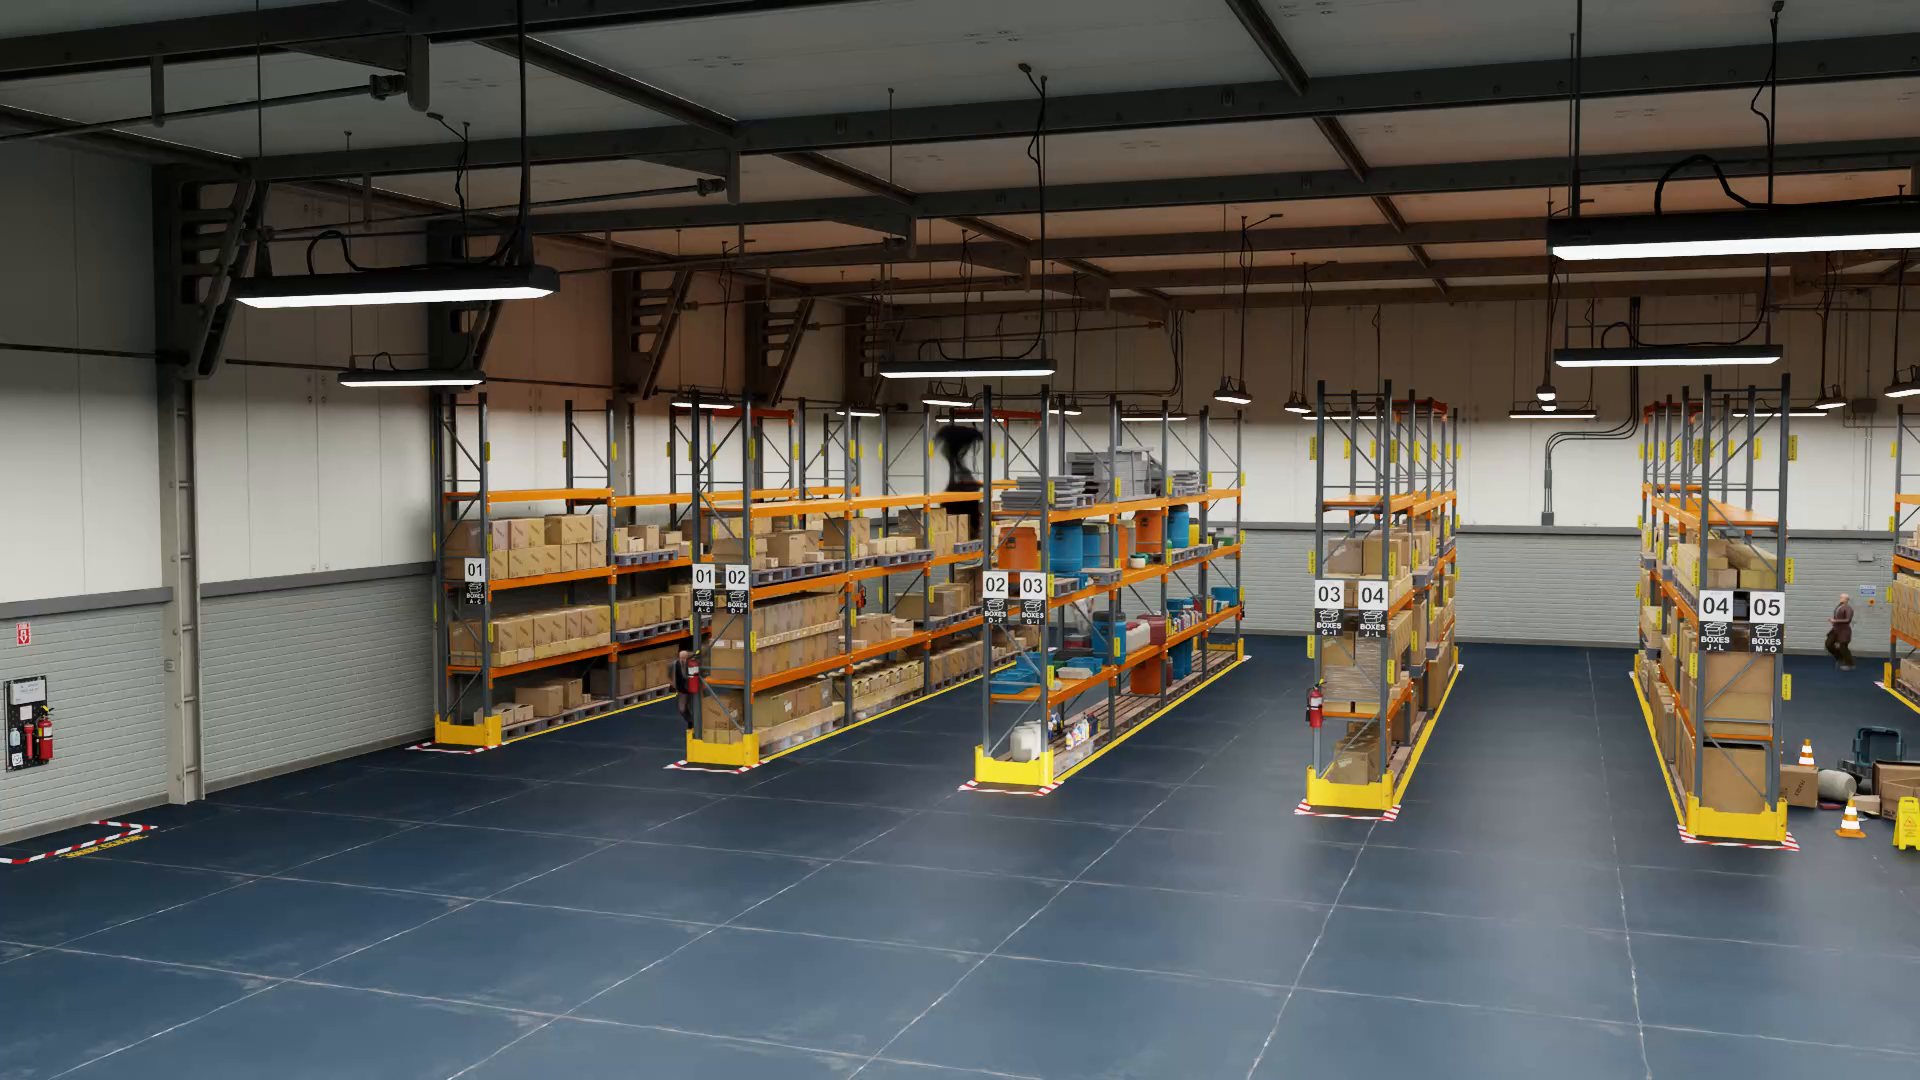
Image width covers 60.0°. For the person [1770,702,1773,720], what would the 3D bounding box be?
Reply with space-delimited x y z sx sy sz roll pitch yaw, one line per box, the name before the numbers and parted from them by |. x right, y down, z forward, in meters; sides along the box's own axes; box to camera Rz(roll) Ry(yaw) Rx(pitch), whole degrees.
person | 14.619 2.608 30.227 0.538 1.585 0.848 1 3 13

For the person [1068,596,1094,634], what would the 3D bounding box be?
person | 2.878 1.813 39.779 0.607 1.800 0.583 1 3 10

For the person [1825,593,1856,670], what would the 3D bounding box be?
person | 20.115 2.095 37.997 0.722 1.757 0.682 0 3 -6

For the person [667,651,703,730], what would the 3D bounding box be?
person | -4.803 2.679 29.092 0.684 1.548 0.860 0 3 6
